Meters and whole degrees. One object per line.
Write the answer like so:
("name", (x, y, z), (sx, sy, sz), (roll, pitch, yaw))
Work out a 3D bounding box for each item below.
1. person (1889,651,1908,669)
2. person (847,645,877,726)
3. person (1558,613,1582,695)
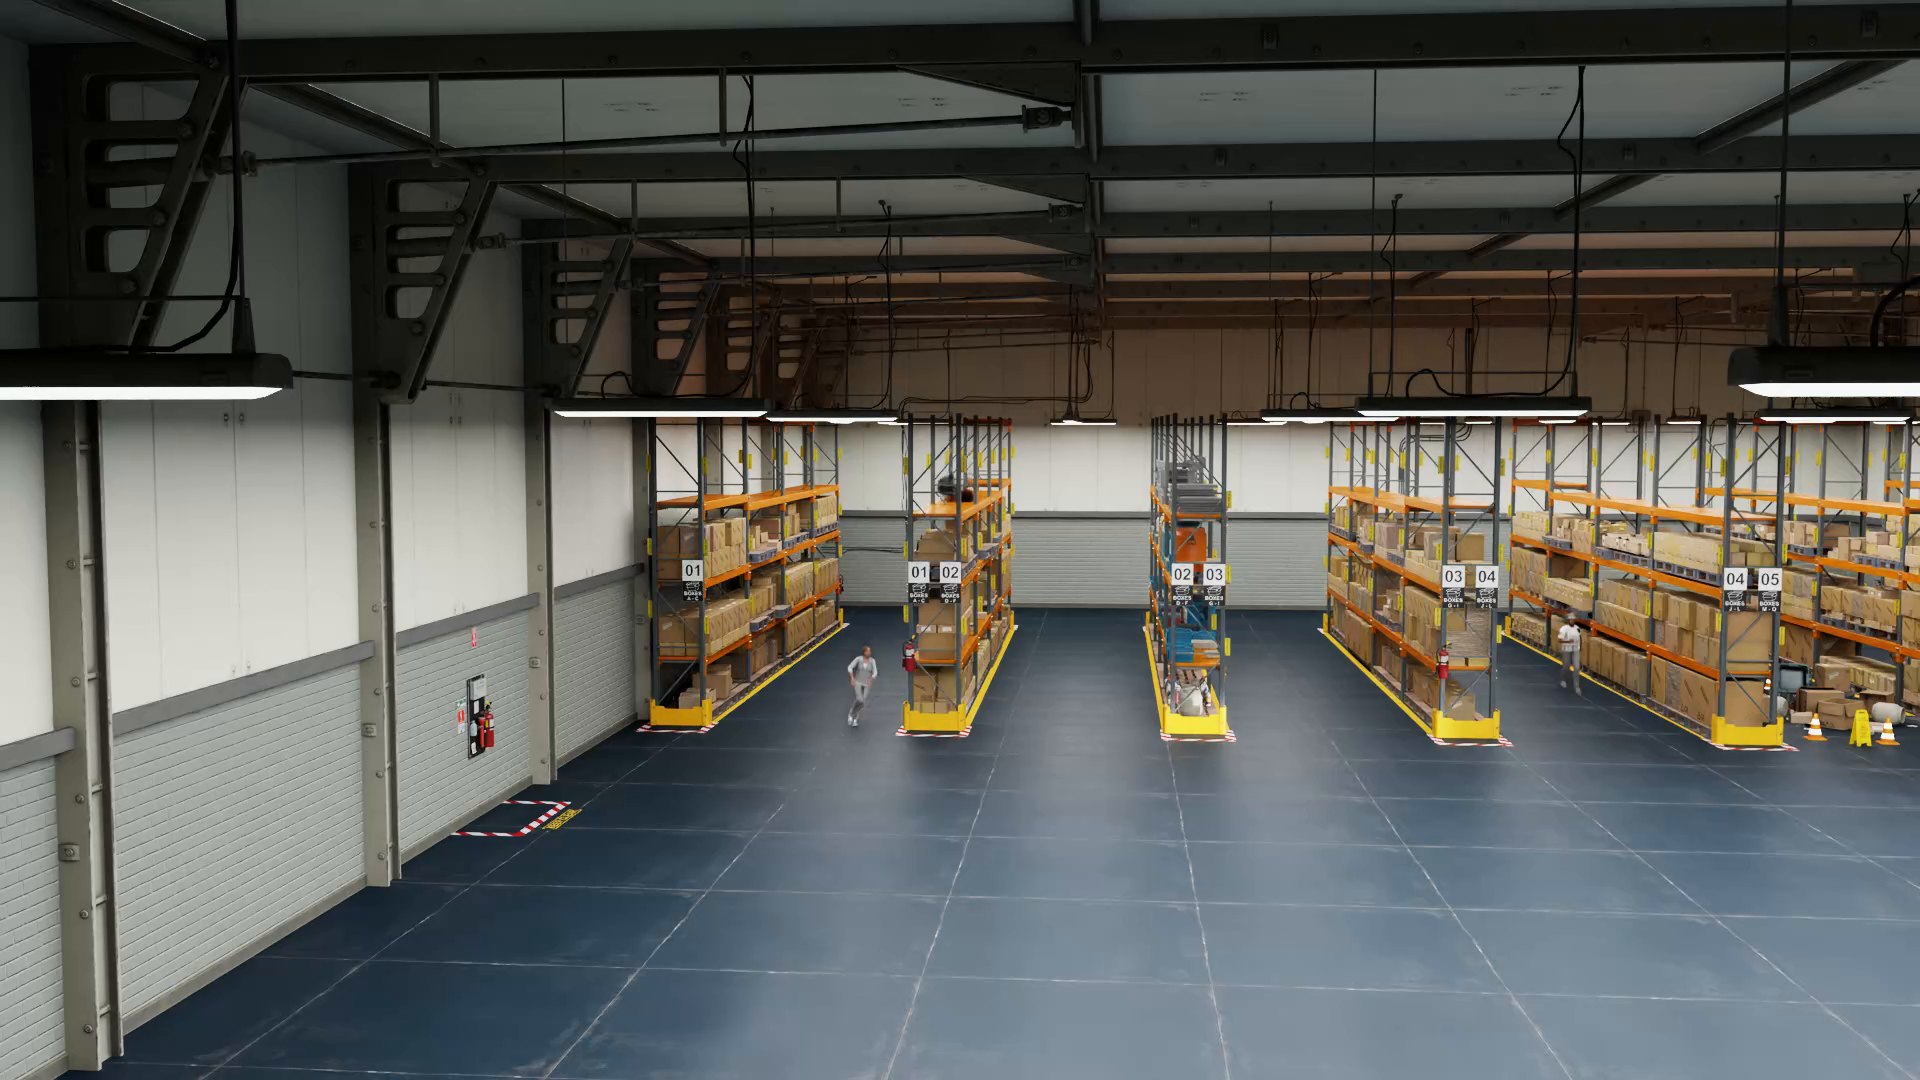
("person", (21.733, 2.316, 38.404), (0.564, 1.633, 0.566), (0, 4, 3))
("person", (-1.868, 2.796, 31.894), (0.575, 1.547, 0.542), (-1, 4, -18))
("person", (13.244, 2.435, 36.081), (0.576, 1.715, 0.890), (0, 4, 1))
